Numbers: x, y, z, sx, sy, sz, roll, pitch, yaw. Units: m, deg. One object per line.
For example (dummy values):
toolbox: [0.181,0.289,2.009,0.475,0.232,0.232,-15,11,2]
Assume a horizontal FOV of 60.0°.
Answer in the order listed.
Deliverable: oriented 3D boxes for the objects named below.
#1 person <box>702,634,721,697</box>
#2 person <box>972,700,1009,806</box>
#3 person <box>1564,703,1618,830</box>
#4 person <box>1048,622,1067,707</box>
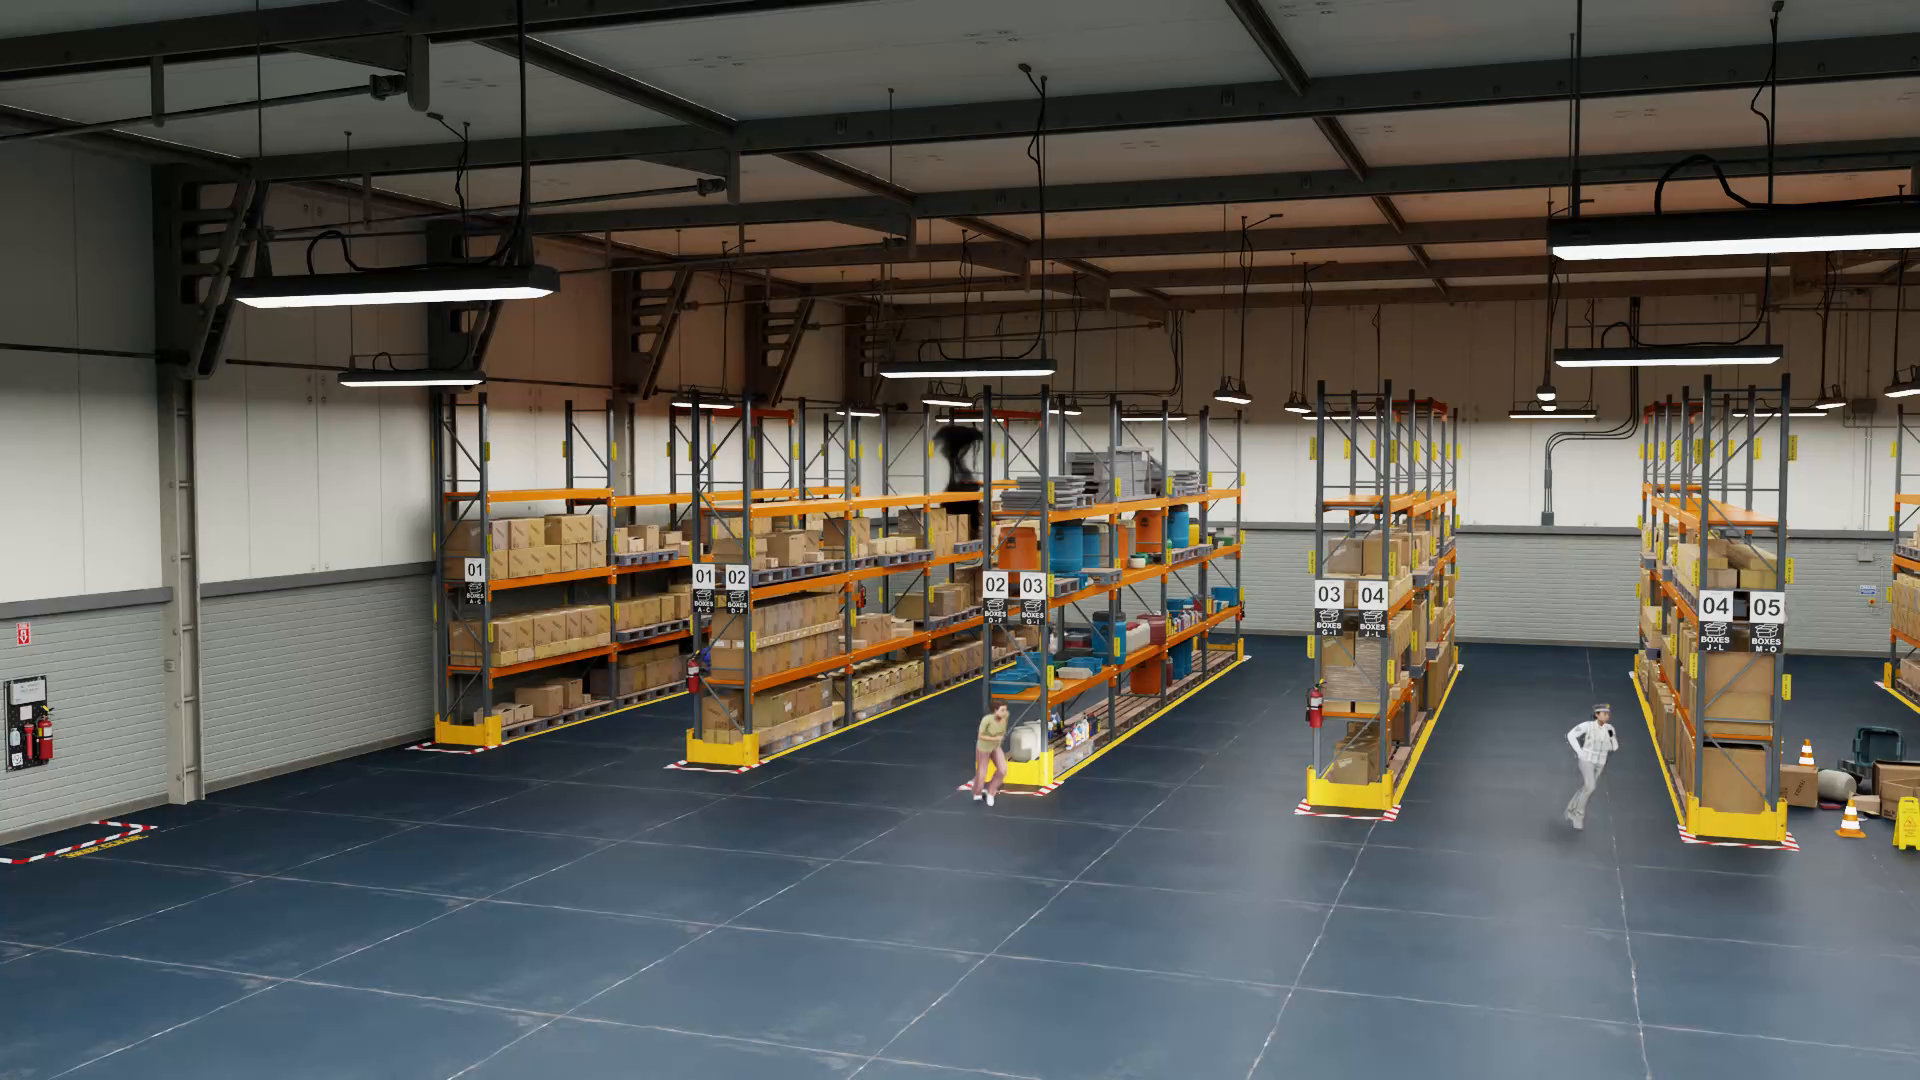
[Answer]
person: [-4.505,2.534,30.342,0.566,1.663,0.929,0,3,1]
person: [0.453,2.984,23.446,0.605,1.544,0.887,-2,4,-31]
person: [8.452,3.010,22.302,0.703,1.686,0.657,-1,3,-13]
person: [2.027,2.436,32.854,0.680,1.721,0.824,2,3,28]
